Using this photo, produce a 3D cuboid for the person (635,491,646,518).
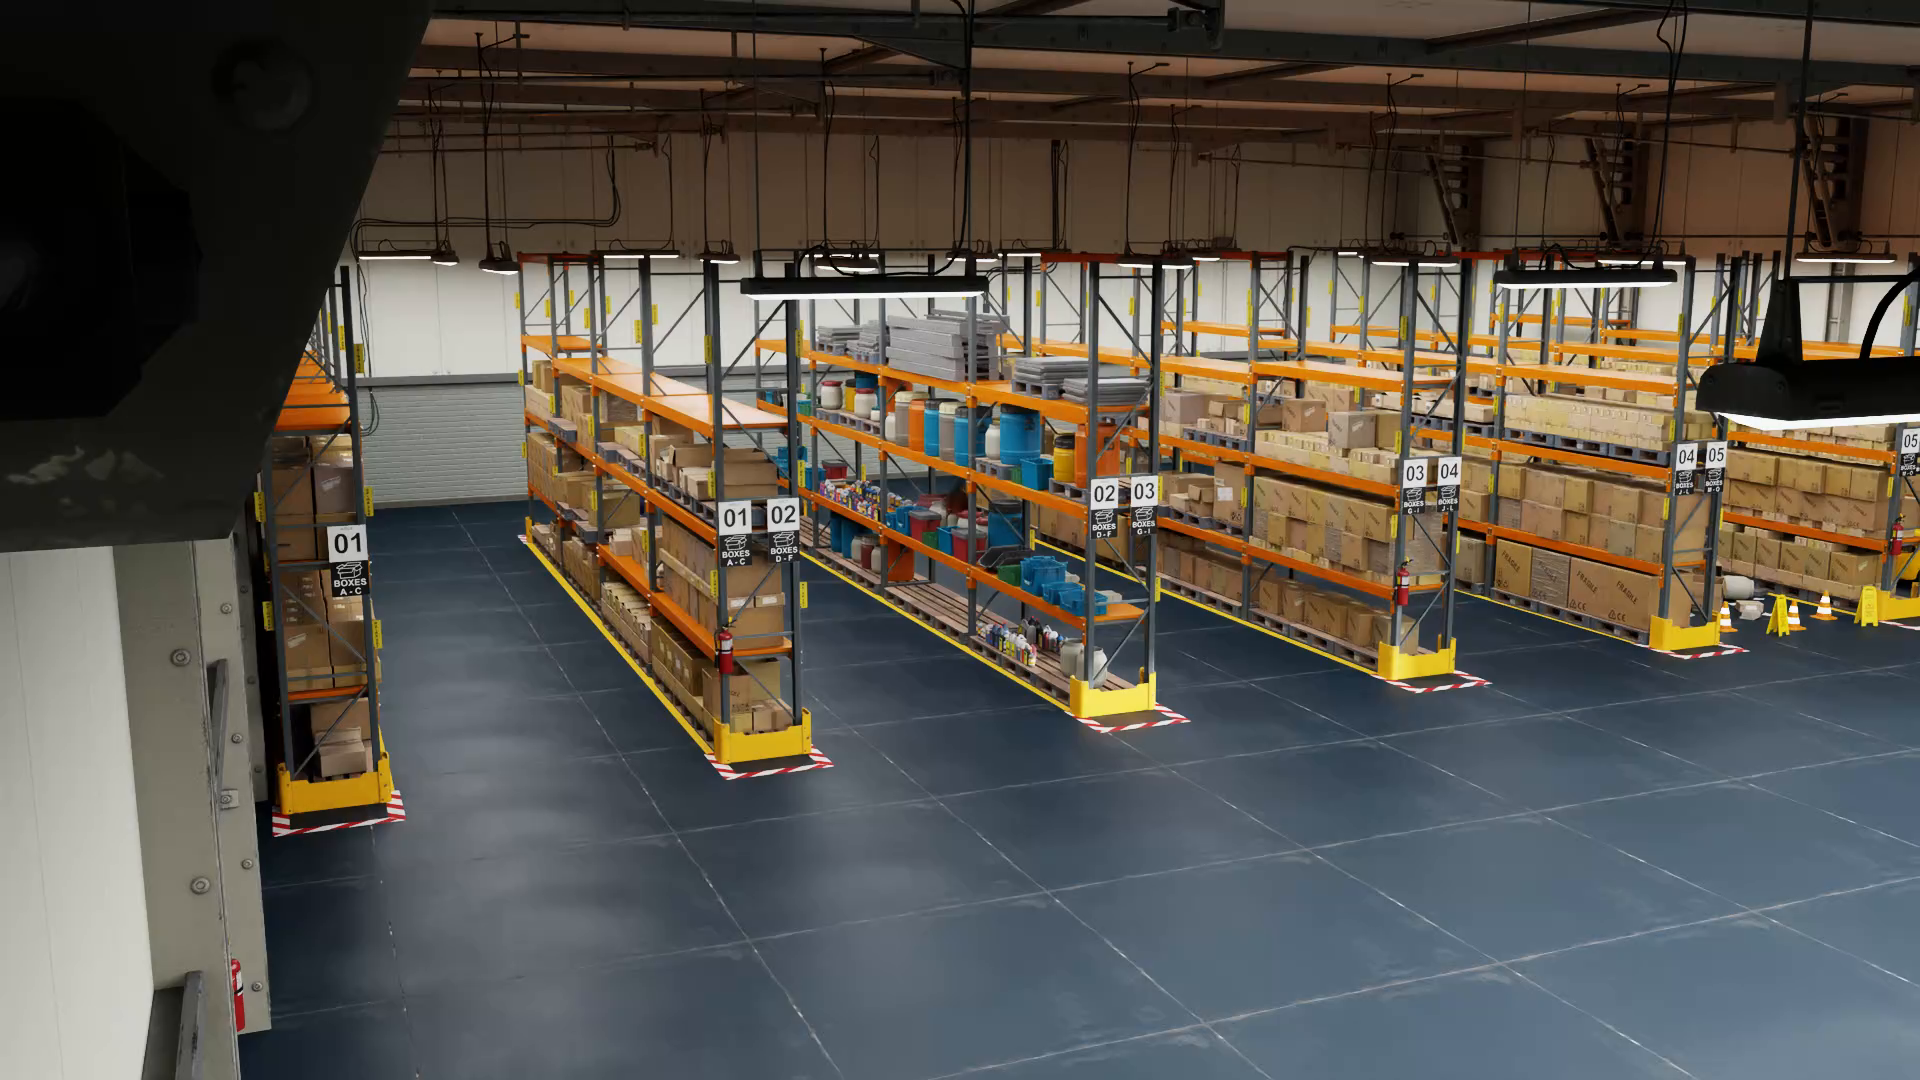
[{"bbox_3d":[-7.076,-0.974,35.892,0.508,1.647,0.584,6,12,29],"label":"person"}]
